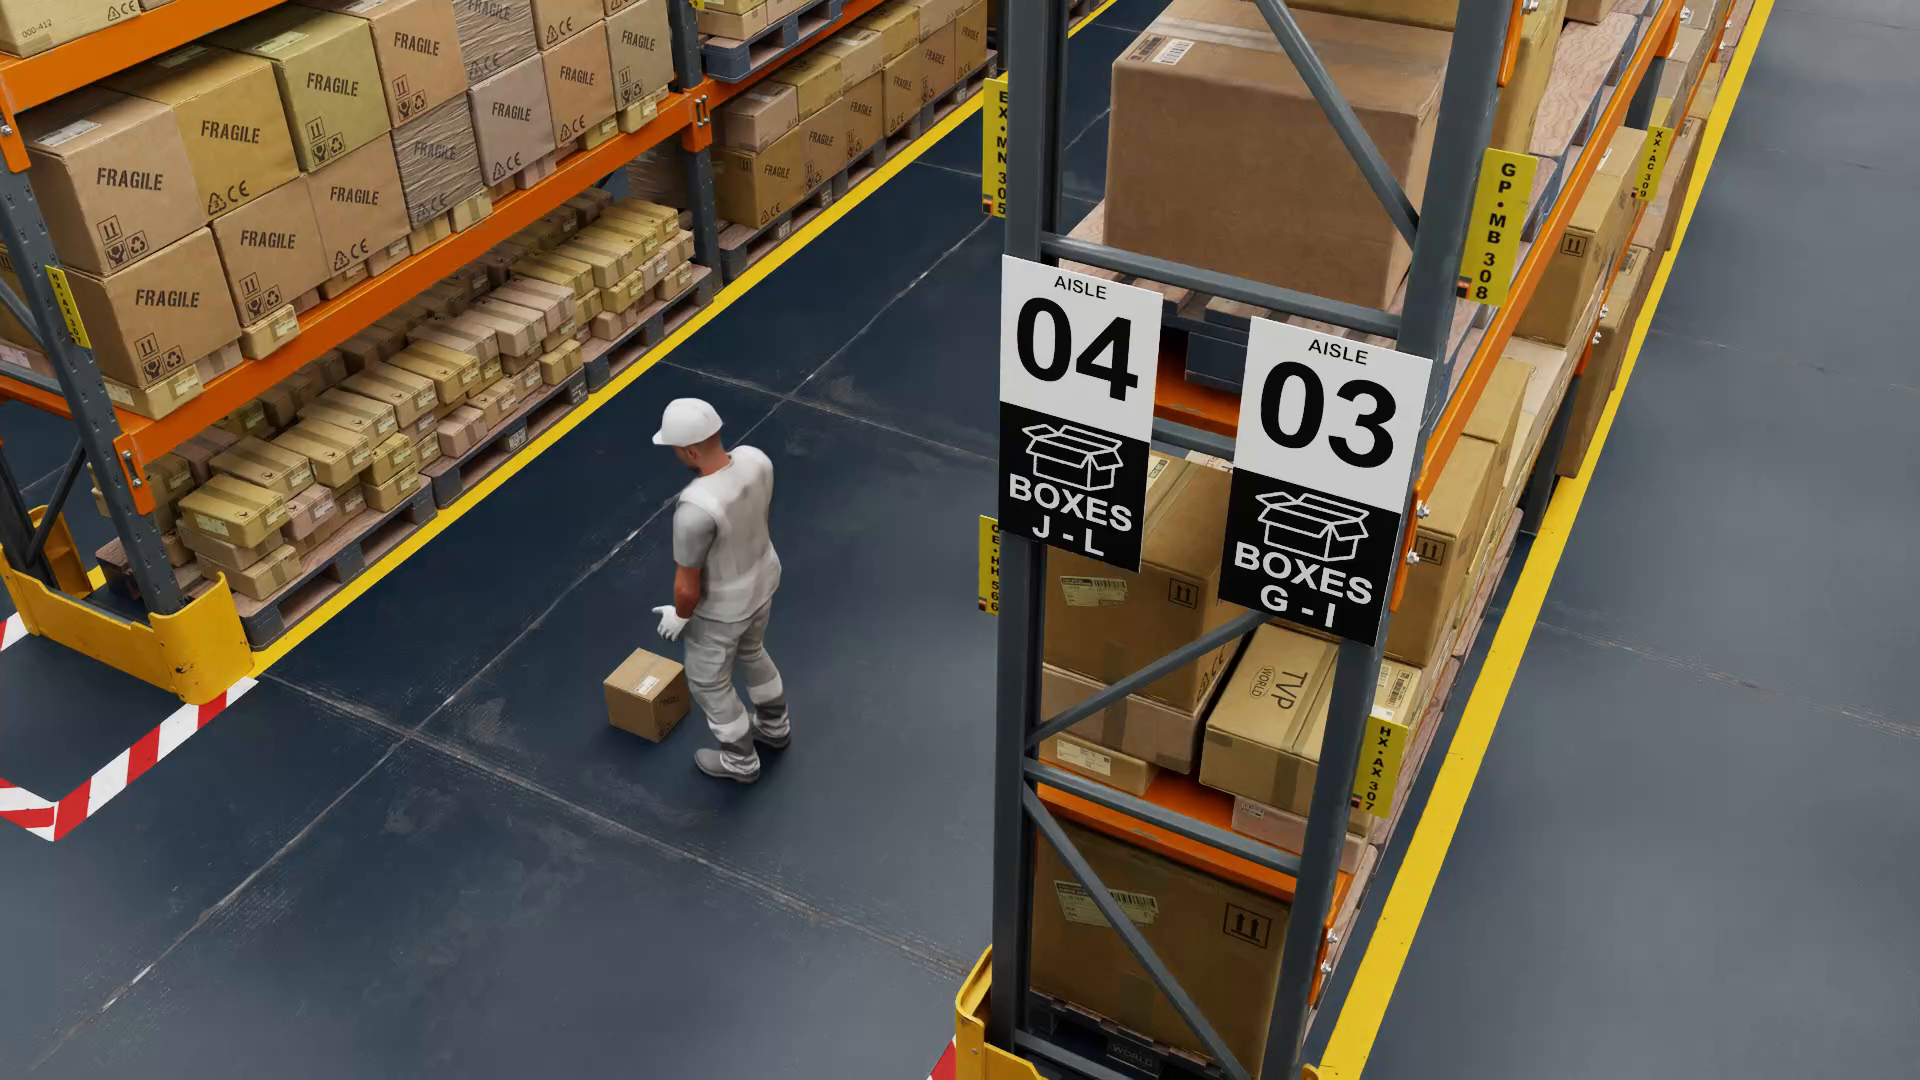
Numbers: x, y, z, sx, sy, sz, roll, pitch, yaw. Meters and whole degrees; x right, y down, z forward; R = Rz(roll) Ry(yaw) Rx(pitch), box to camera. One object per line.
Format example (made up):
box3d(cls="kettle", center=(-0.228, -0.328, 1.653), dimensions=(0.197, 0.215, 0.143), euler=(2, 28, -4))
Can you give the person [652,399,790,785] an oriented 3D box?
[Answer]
box3d(cls="person", center=(-0.930, 0.214, 6.474), dimensions=(0.400, 1.762, 0.535), euler=(18, 41, 22))
